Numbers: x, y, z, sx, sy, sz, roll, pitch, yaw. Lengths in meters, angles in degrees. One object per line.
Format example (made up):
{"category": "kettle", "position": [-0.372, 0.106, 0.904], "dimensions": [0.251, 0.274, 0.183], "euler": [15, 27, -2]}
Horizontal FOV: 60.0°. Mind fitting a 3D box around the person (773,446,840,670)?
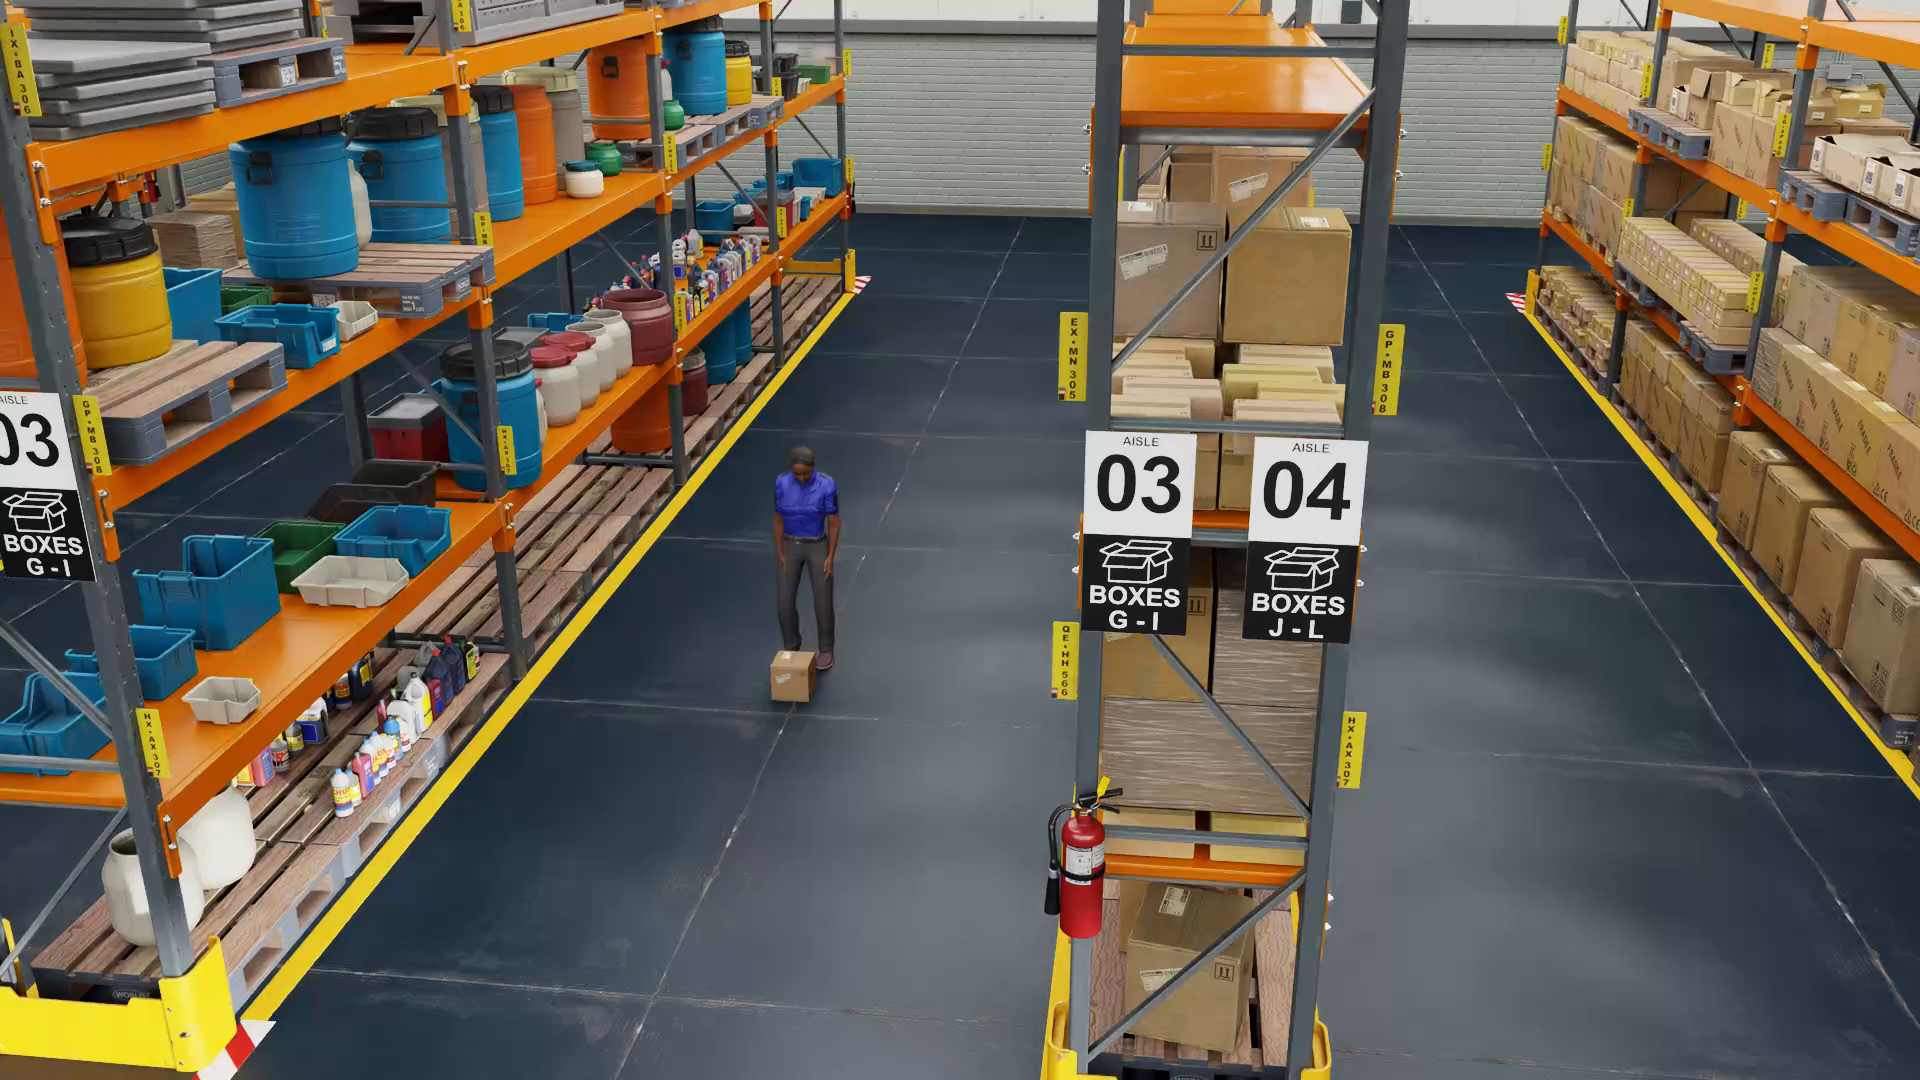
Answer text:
{"category": "person", "position": [-1.032, 0.105, 11.303], "dimensions": [0.457, 1.610, 0.375], "euler": [3, 22, 8]}
